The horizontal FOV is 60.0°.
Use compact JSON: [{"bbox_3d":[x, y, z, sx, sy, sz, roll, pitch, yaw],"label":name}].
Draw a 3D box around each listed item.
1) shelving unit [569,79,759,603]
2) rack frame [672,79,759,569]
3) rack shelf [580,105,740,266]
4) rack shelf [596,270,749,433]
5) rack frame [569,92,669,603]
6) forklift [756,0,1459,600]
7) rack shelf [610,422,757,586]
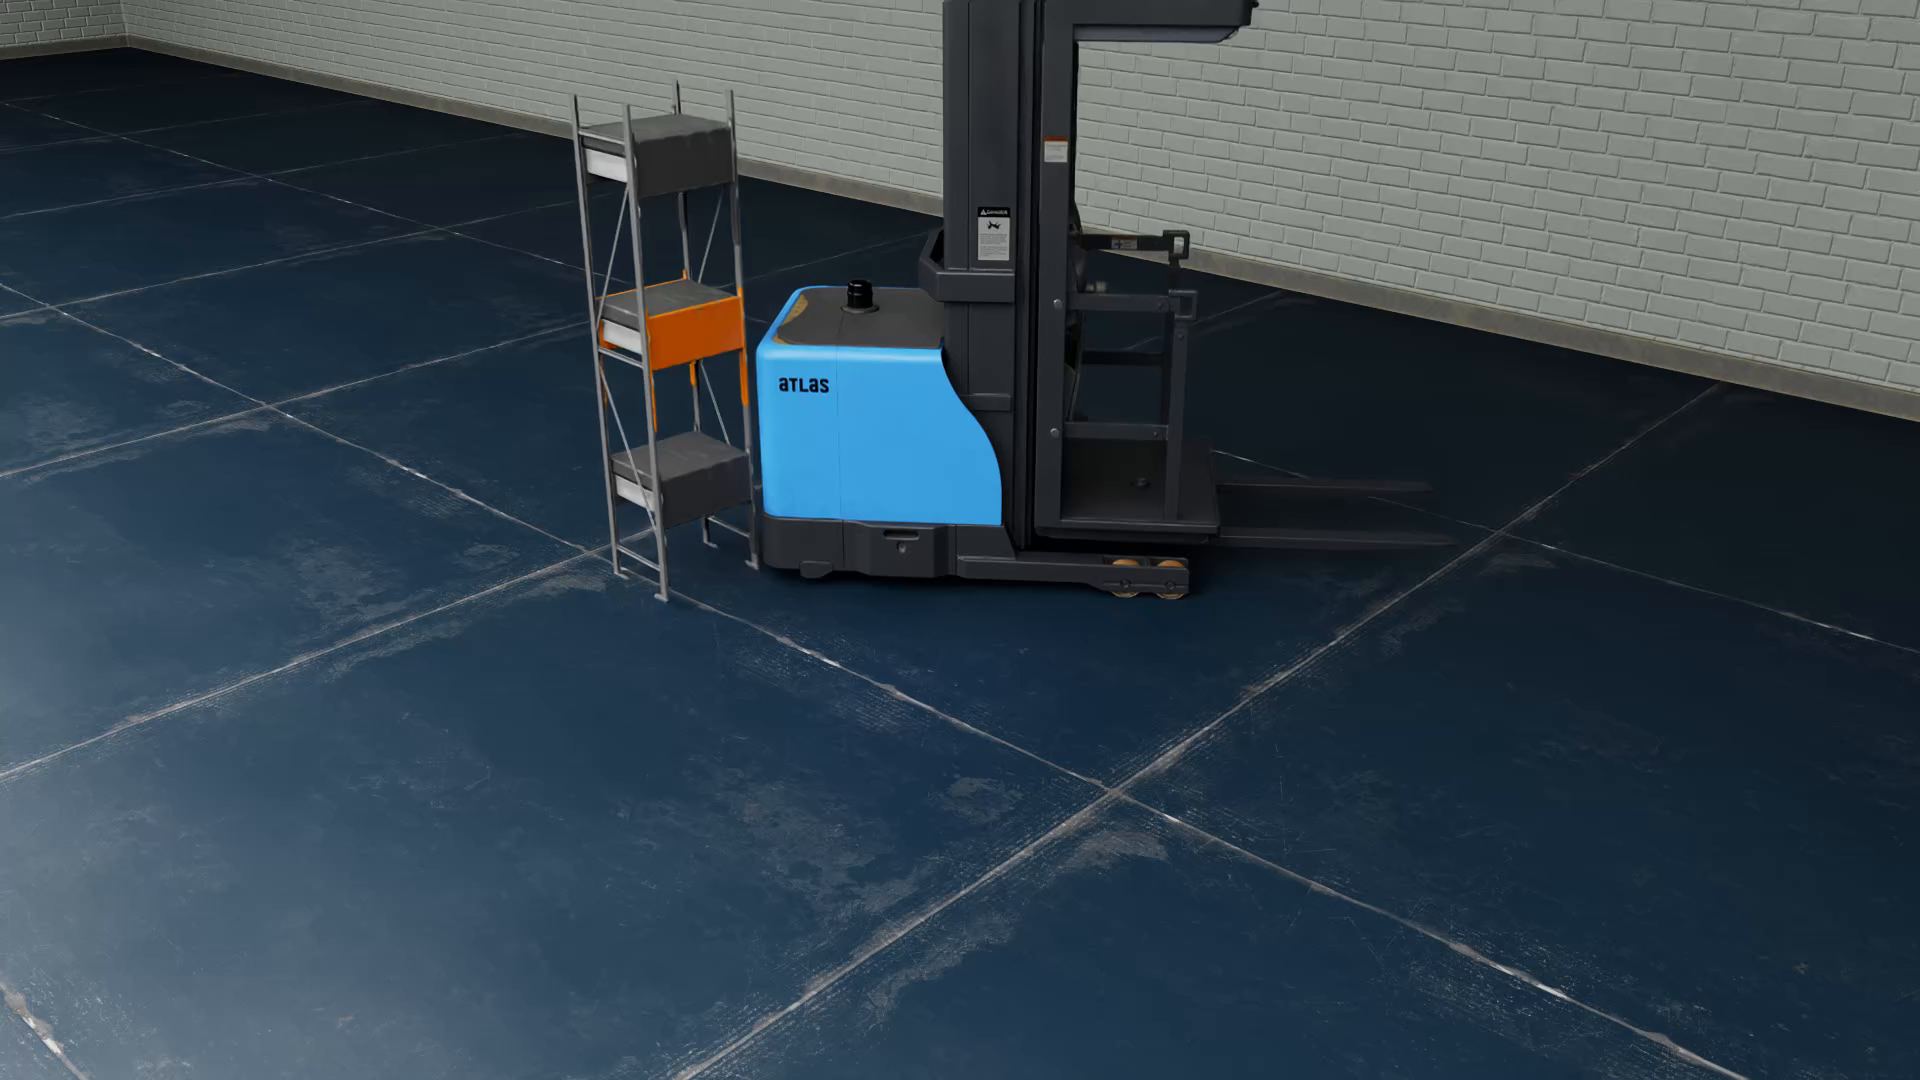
[{"bbox_3d":[-1.221,-0.818,7.008,0.503,2.100,0.431,-22,32,-40],"label":"shelving unit"},{"bbox_3d":[-1.046,-0.888,7.163,0.015,2.100,0.400,-22,32,-40],"label":"rack frame"},{"bbox_3d":[-1.221,-1.444,6.727,0.480,0.518,0.431,-22,32,-40],"label":"rack shelf"},{"bbox_3d":[-1.221,-0.805,7.013,0.480,0.518,0.431,-22,32,-40],"label":"rack shelf"},{"bbox_3d":[-1.395,-0.748,6.852,0.015,2.100,0.400,-22,32,-40],"label":"rack frame"},{"bbox_3d":[0.674,-1.308,7.084,3.031,2.935,1.130,2,24,5],"label":"forklift"},{"bbox_3d":[-1.221,-0.167,7.300,0.480,0.518,0.431,-22,32,-40],"label":"rack shelf"}]
